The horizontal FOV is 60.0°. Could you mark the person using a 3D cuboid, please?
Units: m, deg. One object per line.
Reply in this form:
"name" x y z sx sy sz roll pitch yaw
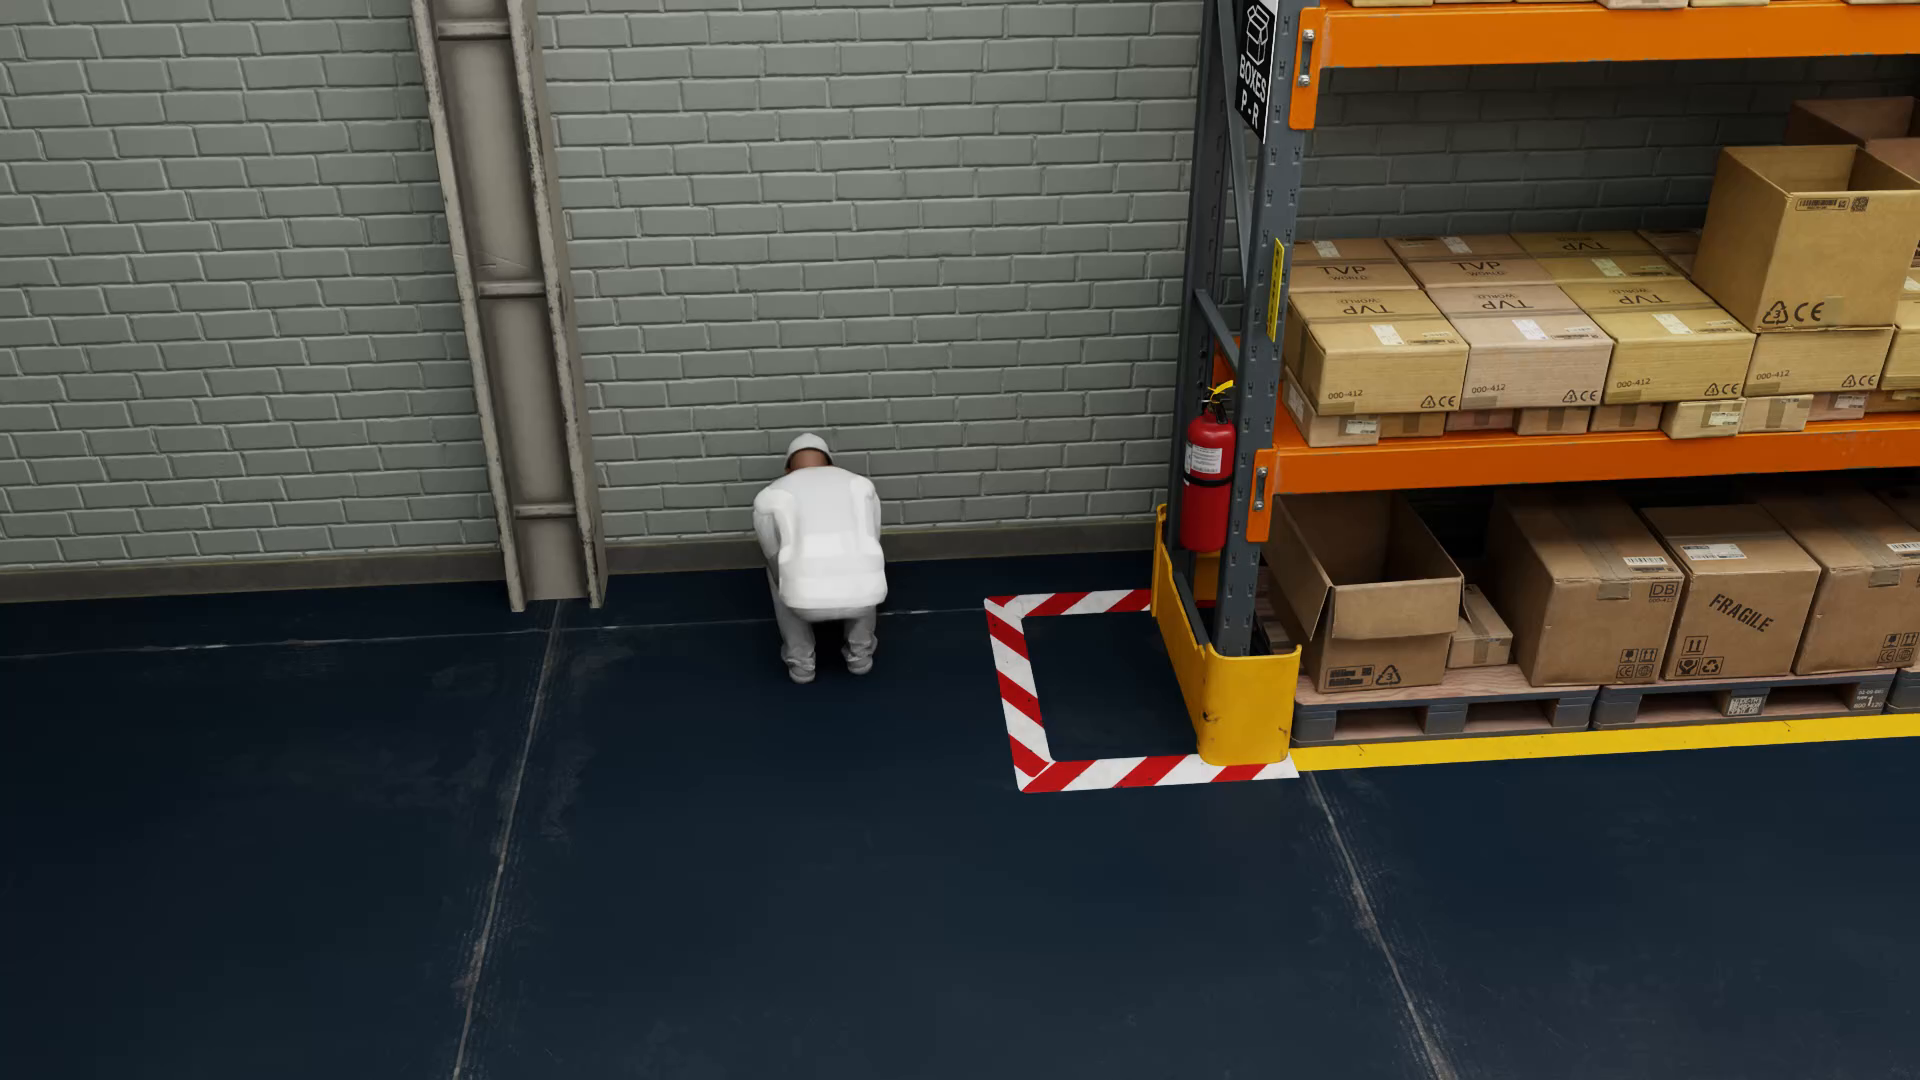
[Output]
"person" -0.580 0.106 6.908 0.531 0.838 0.950 -3 31 -6
